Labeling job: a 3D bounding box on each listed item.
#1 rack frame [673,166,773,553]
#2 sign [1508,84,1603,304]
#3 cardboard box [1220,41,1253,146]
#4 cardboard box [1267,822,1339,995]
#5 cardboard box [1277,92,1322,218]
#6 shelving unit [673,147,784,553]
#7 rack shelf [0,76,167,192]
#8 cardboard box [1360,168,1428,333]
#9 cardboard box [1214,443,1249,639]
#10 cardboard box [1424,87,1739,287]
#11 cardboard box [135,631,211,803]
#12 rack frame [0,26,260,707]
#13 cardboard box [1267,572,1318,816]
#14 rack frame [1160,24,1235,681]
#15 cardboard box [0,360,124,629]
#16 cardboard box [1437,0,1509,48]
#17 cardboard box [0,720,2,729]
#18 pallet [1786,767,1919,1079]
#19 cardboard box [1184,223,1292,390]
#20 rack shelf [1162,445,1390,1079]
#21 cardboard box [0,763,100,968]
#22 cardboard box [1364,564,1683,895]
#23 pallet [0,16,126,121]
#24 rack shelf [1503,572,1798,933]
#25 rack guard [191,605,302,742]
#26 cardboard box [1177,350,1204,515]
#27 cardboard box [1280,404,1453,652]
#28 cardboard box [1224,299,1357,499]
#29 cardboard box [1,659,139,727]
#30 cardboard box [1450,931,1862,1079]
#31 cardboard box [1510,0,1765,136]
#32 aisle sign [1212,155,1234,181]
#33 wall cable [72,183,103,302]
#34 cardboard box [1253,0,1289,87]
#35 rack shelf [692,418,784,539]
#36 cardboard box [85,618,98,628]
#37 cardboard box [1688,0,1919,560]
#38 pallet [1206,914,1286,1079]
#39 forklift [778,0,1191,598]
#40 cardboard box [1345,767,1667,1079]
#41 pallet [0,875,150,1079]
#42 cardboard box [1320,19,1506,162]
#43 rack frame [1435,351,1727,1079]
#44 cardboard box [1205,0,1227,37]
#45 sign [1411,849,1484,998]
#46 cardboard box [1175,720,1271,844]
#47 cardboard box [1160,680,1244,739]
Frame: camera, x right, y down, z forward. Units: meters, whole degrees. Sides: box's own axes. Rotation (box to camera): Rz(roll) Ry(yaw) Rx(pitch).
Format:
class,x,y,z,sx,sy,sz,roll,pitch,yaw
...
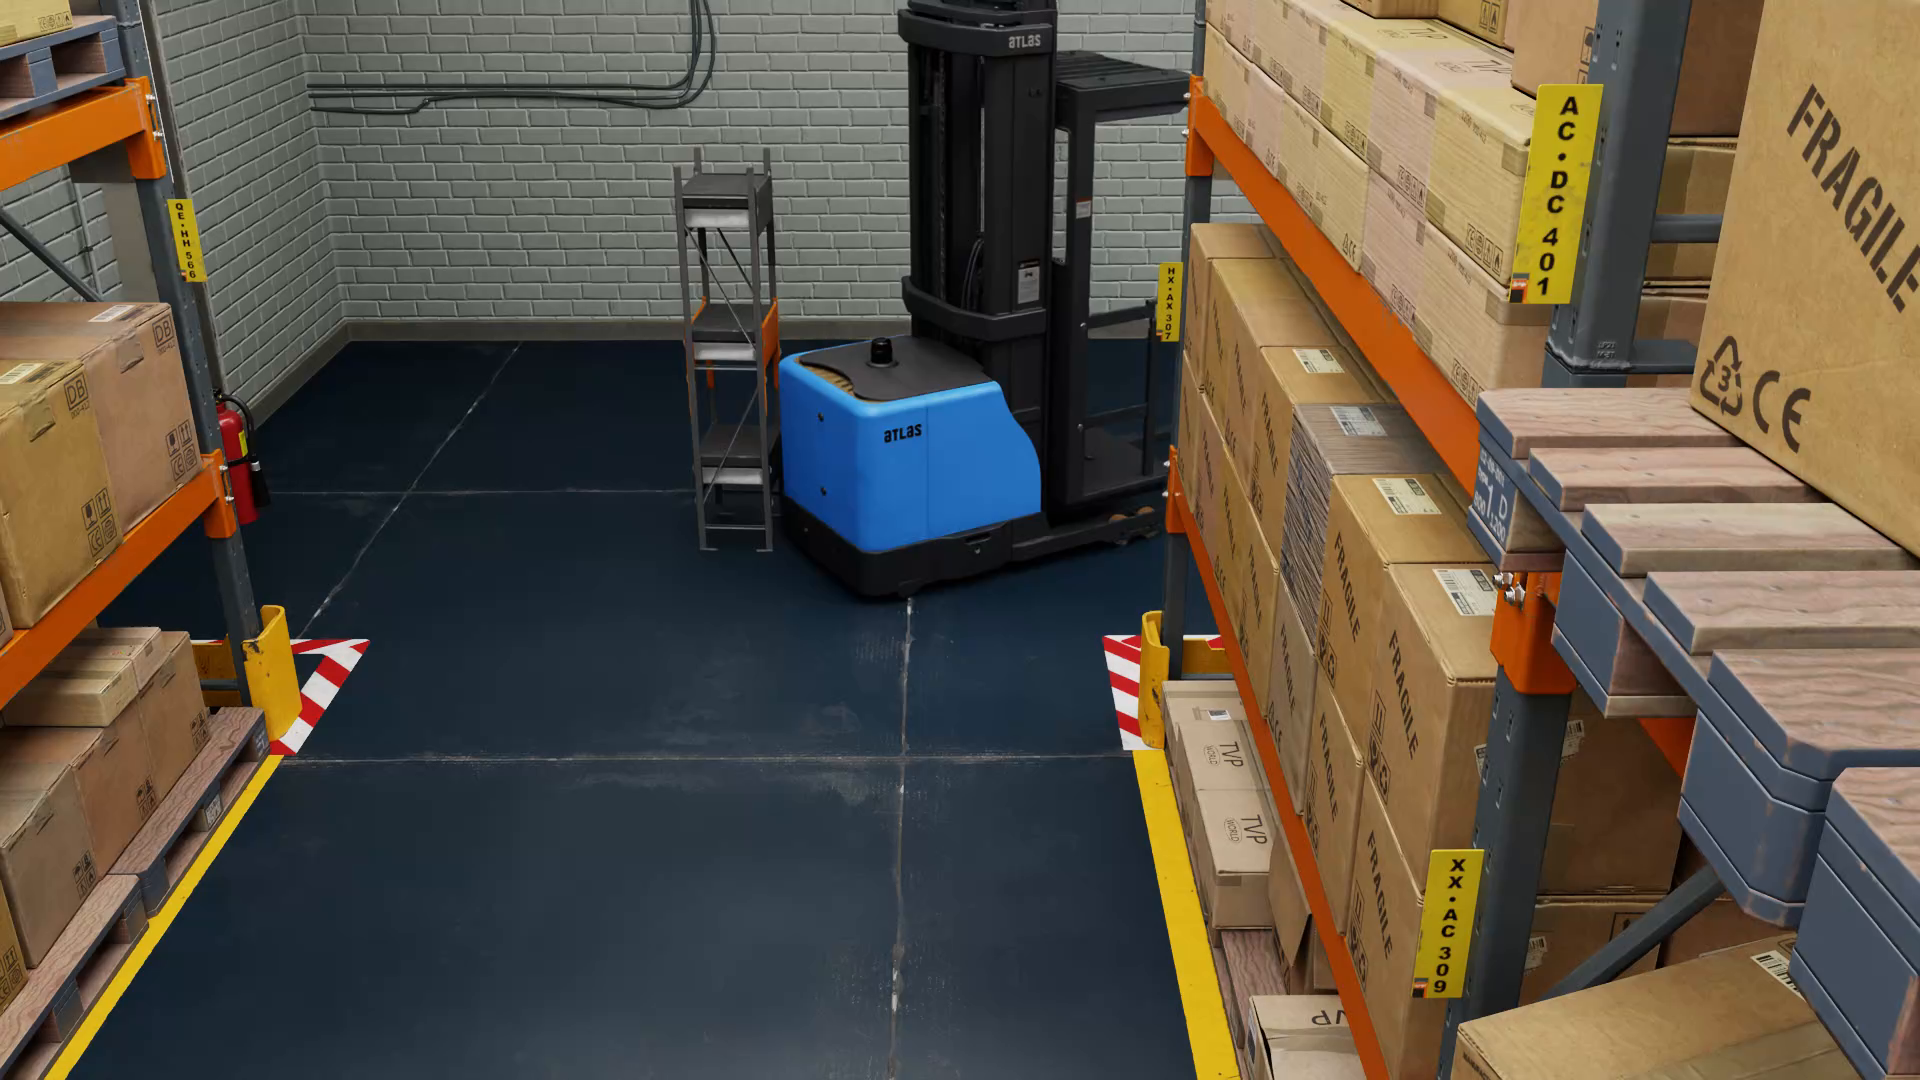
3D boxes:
class,x,y,z,sx,sy,sz,roll,pitch,yaw
rack frame,-1.224,-0.895,8.681,0.400,2.100,0.015,1,24,3
sign,0.886,-0.509,2.469,0.100,0.325,0.005,0,24,-1
cardboard box,1.129,-1.440,5.337,0.500,0.250,0.500,0,24,-1
cardboard box,1.403,1.250,5.341,0.797,0.503,0.637,0,24,-1
cardboard box,1.148,-1.028,4.426,0.500,0.250,0.500,0,24,-1
shelving unit,-1.209,-0.996,8.903,0.431,2.100,0.503,1,24,3
rack shelf,-3.546,-0.752,4.506,1.077,0.370,4.000,0,24,-1
cardboard box,1.163,-0.616,3.515,0.500,0.250,0.500,0,24,-1
cardboard box,1.140,-0.003,5.495,0.500,0.500,0.500,0,24,-1
cardboard box,1.152,-0.638,2.956,0.500,0.250,0.500,0,24,-1
cardboard box,-3.461,0.698,6.589,0.700,0.500,0.500,0,24,-1
rack frame,-3.568,-0.537,6.798,1.000,3.000,0.127,0,24,-1
cardboard box,1.152,0.413,4.576,0.500,0.500,0.500,0,24,1
rack frame,1.385,-0.561,6.850,1.000,3.000,0.127,0,24,-1
cardboard box,-3.534,-0.164,5.608,0.980,0.700,0.700,0,24,-1
cardboard box,1.510,-1.393,3.716,0.700,0.500,0.500,0,24,-1
cardboard box,-3.653,0.664,5.878,0.380,0.149,0.250,0,24,0
pallet,1.380,0.503,1.087,1.213,0.211,1.003,0,24,-1
cardboard box,1.126,-0.878,6.217,0.500,0.500,0.500,0,24,1
rack shelf,1.407,0.591,5.176,1.077,0.370,4.000,0,24,-1
cardboard box,-3.449,1.112,5.675,0.700,0.500,0.500,-1,24,-2
cardboard box,1.164,0.379,3.437,0.500,0.500,0.500,0,24,0
pallet,-3.550,-1.558,5.522,1.003,0.211,1.213,0,24,-1
rack shelf,1.451,0.873,0.914,1.077,0.370,4.000,0,24,-1
rack guard,-3.568,0.592,7.335,1.175,0.500,0.348,0,24,-1
cardboard box,1.126,-0.422,6.423,0.500,0.500,0.500,0,24,1
cardboard box,1.151,-0.040,4.363,0.500,0.500,0.500,0,24,0
cardboard box,1.140,-0.456,5.285,0.500,0.500,0.500,0,24,0
cardboard box,-3.273,0.560,6.108,0.380,0.149,0.250,0,24,1
cardboard box,1.210,1.047,2.665,0.700,0.500,0.500,-9,26,-18
cardboard box,1.385,-0.981,2.804,0.700,0.500,0.500,0,24,-1
aisle sign,1.091,-1.772,6.374,0.394,0.787,0.004,0,24,-1
wall cable,-4.528,-1.523,7.745,0.084,1.984,1.851,0,24,-1
cardboard box,1.141,-1.462,4.778,0.500,0.250,0.500,0,24,-1
rack shelf,-1.209,-0.345,9.197,0.431,0.518,0.480,1,24,3
cardboard box,-3.662,0.352,6.568,0.380,0.149,0.250,0,24,0
cardboard box,1.361,-0.354,2.000,0.600,0.600,0.600,-3,24,-6
pallet,1.406,1.571,5.521,1.003,0.211,1.213,0,24,-1
forklift,0.547,-1.480,8.965,3.031,2.935,1.130,-14,28,-29
cardboard box,1.167,0.837,3.638,0.500,0.500,0.500,0,24,0
pallet,-3.471,1.564,5.536,1.003,0.211,1.213,0,24,-1
cardboard box,1.147,-1.050,3.867,0.500,0.250,0.500,0,24,-1
rack frame,1.429,1.087,3.206,1.000,3.000,0.127,0,24,-1
cardboard box,1.130,-1.874,5.689,0.500,0.250,0.500,0,24,-1
sign,0.886,0.698,3.015,0.100,0.325,0.005,0,24,-1
cardboard box,1.113,0.923,6.372,0.500,0.250,0.500,0,24,-1
cardboard box,1.046,0.712,6.962,0.380,0.149,0.250,0,24,-1
